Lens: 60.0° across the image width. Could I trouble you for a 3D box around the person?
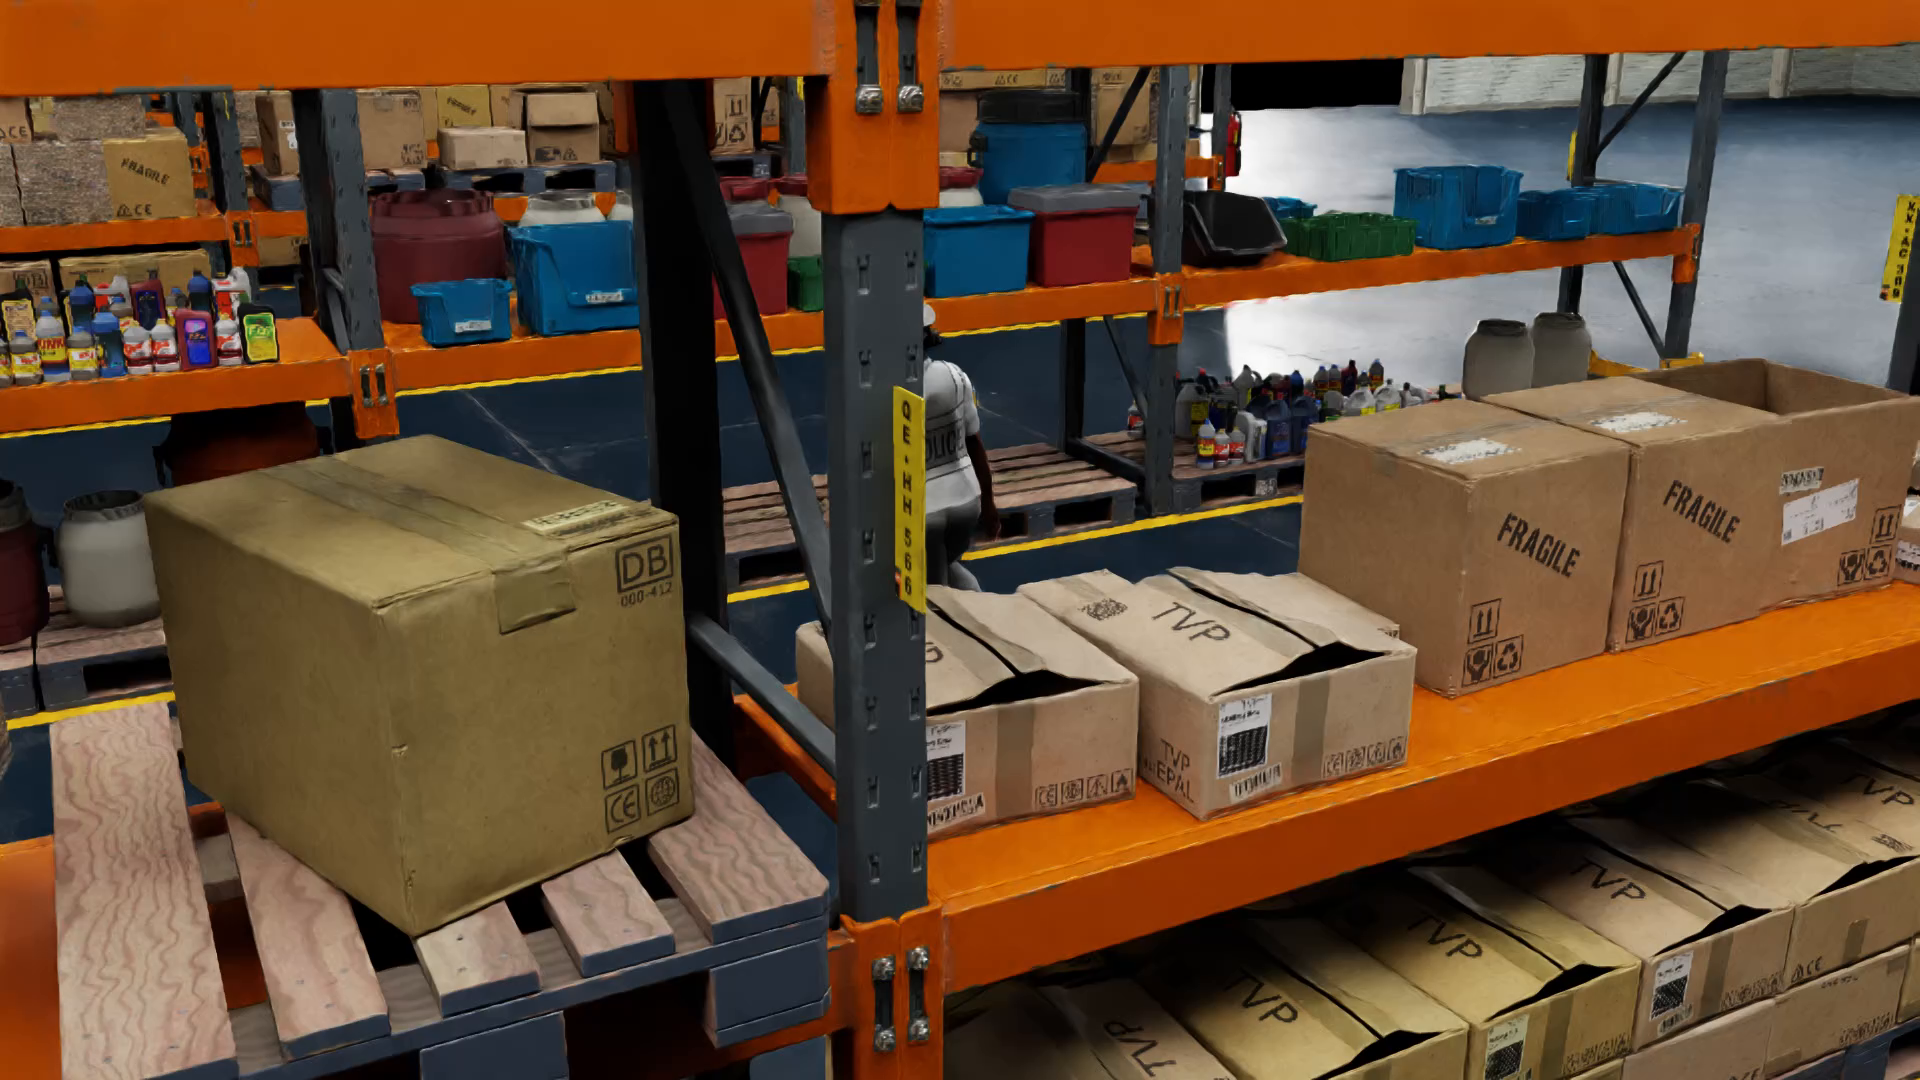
[{"bbox_3d":[-0.090,-0.110,6.364,0.663,1.656,0.438,-12,22,-31],"label":"person"}]
